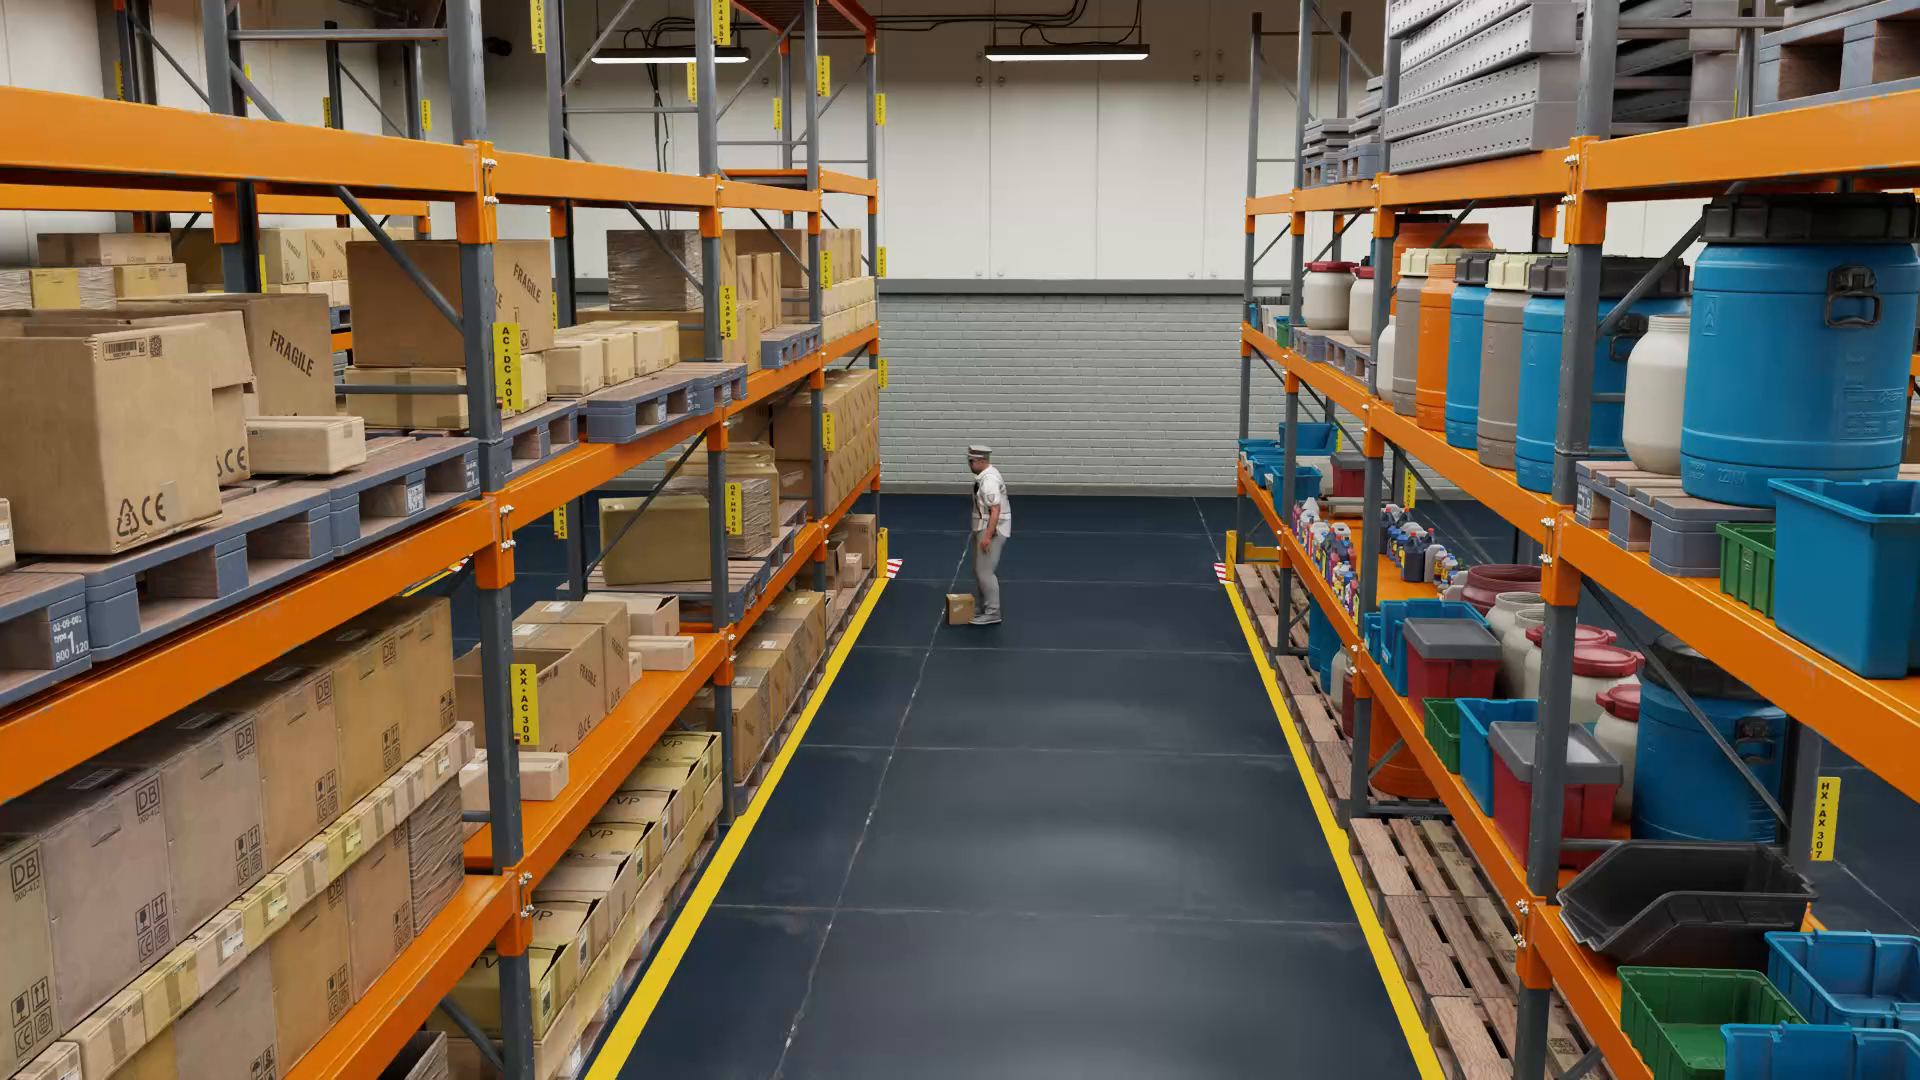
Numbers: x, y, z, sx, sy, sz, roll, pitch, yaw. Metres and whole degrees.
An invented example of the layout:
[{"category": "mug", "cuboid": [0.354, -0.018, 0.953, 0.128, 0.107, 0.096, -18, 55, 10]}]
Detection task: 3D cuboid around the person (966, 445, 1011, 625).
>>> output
[{"category": "person", "cuboid": [0.272, -0.064, 16.244, 0.433, 1.748, 0.595, -1, 11, -7]}]
